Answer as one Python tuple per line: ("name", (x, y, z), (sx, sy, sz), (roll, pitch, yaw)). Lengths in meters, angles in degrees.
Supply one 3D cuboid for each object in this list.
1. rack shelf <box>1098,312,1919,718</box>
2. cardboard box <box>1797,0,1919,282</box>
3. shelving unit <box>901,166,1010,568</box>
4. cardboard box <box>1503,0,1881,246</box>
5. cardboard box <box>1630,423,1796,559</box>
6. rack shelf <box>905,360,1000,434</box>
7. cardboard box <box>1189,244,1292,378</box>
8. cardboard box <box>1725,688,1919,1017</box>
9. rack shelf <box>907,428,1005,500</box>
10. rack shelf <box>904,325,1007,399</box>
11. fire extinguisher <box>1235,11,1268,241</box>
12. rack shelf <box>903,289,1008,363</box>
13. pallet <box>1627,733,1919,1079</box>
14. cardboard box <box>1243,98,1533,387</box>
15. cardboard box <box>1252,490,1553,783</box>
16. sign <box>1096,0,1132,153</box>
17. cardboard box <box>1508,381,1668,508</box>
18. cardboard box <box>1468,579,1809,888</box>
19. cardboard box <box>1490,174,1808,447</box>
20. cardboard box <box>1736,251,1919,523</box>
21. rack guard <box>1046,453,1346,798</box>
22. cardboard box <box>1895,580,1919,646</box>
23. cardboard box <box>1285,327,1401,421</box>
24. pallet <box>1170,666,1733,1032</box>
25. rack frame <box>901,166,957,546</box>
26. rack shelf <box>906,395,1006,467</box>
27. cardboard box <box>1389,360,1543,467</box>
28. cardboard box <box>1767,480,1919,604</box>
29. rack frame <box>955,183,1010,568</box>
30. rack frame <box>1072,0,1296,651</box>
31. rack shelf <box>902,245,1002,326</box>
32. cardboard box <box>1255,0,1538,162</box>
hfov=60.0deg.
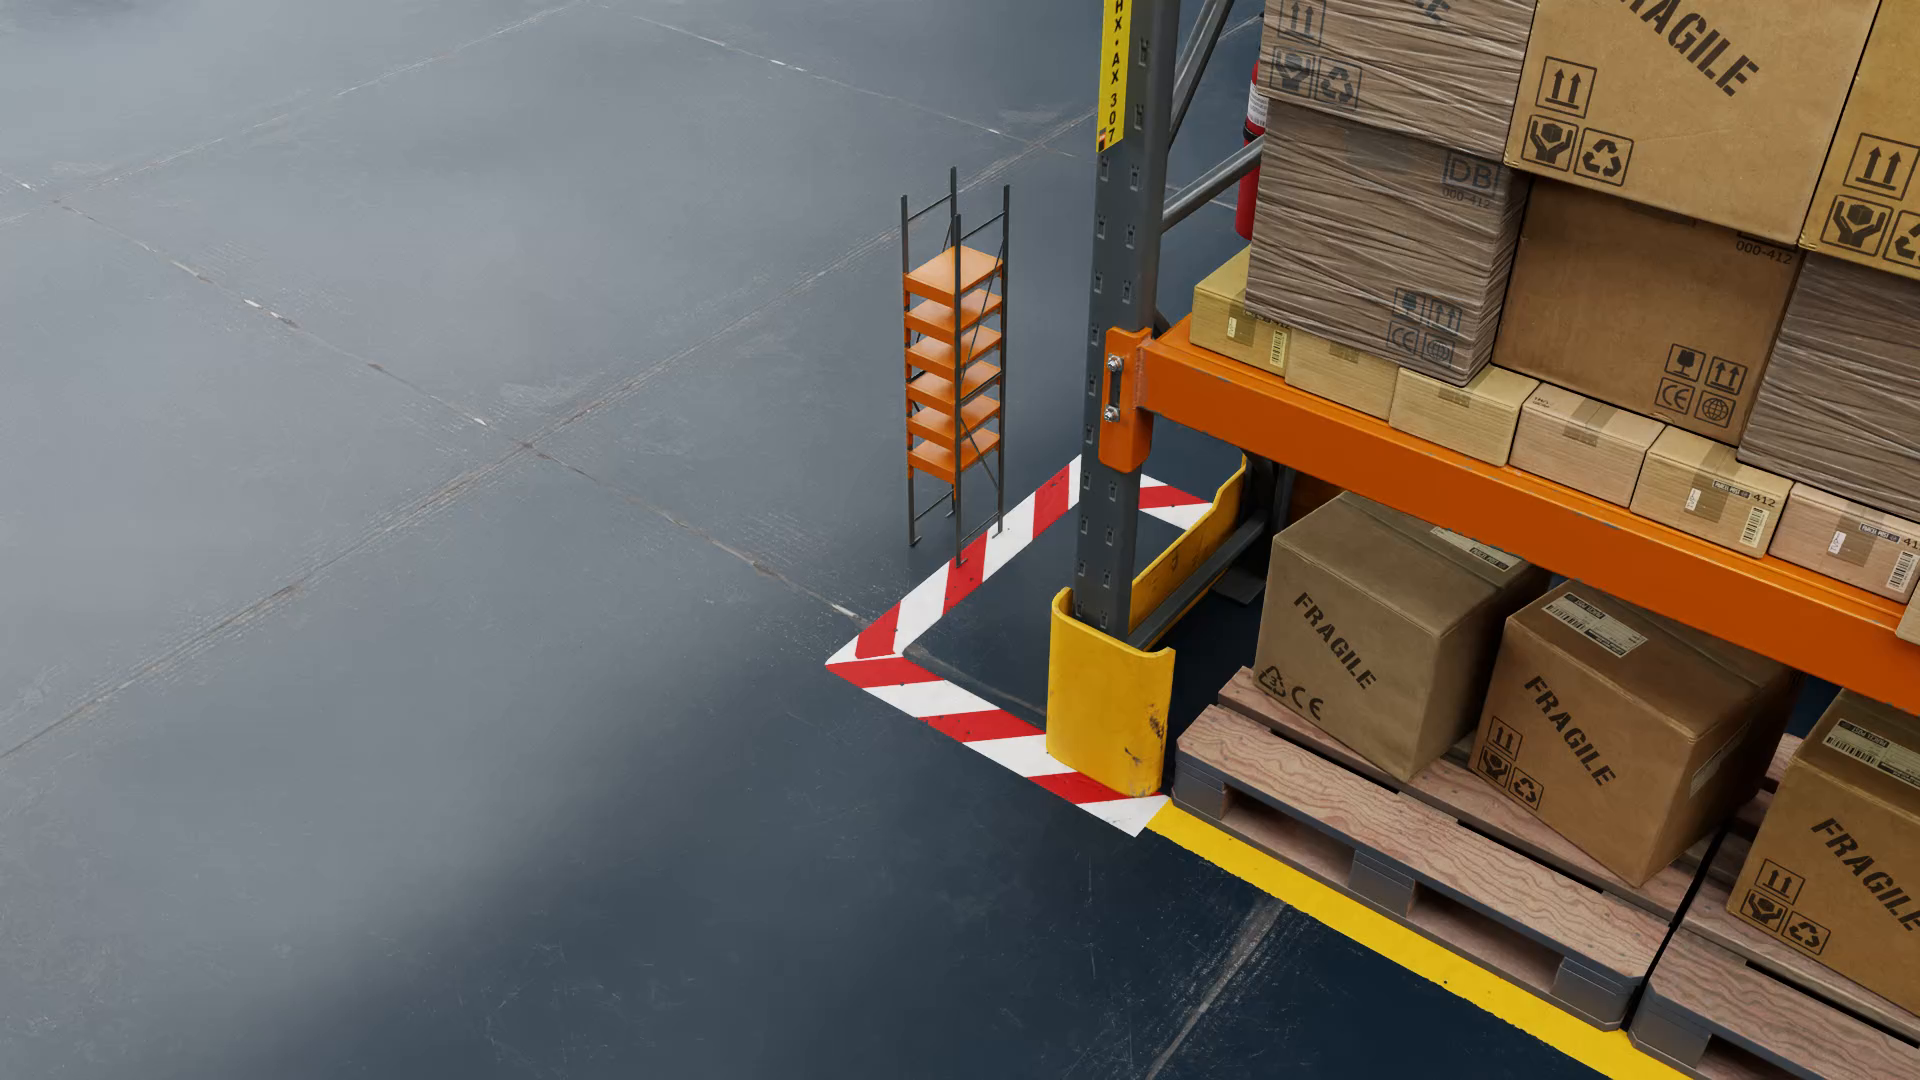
("rack shelf", (2.227, 0.169, 3.185), (4.000, 0.370, 1.077), (25, 45, 29))
("cardboard box", (1.701, -0.697, 2.574), (0.500, 0.500, 0.500), (25, 45, 29))
("shelving unit", (-0.012, -0.478, 4.887), (0.189, 1.200, 0.258), (25, 45, 29))
("cardboard box", (1.303, -0.884, 2.812), (0.500, 0.500, 0.500), (25, 45, 29))
("cardboard box", (1.502, -0.157, 3.221), (0.250, 0.149, 0.380), (25, 45, 29))
("rack shelf", (-0.012, -0.443, 4.915), (0.180, 0.103, 0.258), (25, 45, 29))
("cardboard box", (0.720, -0.541, 3.712), (0.250, 0.149, 0.380), (25, 45, 29))
("cardboard box", (2.106, 0.648, 3.676), (0.500, 0.500, 0.500), (30, 47, 32))
("rack shelf", (-0.012, -0.254, 5.062), (0.180, 0.103, 0.258), (25, 45, 29))
("rack shelf", (-0.012, -0.538, 4.841), (0.180, 0.103, 0.258), (25, 45, 29))
("fire extinguisher", (0.828, -1.102, 4.287), (0.183, 0.674, 0.296), (25, 45, 29))
("rack shelf", (-0.012, -0.632, 4.767), (0.180, 0.103, 0.258), (25, 45, 29))
("pallet", (2.288, 1.041, 3.749), (1.213, 0.211, 1.003), (25, 45, 29))
("cardboard box", (1.059, -0.801, 3.517), (0.500, 0.500, 0.875), (25, 45, 29))
("cardboard box", (1.124, 0.197, 4.252), (0.500, 0.500, 0.500), (-29, 46, -32))
("sign", (0.309, -0.939, 3.314), (0.005, 0.325, 0.100), (25, 45, 29))
("cardboard box", (1.308, -0.254, 3.345), (0.250, 0.149, 0.380), (25, 45, 29))
("cardboard box", (1.620, 0.404, 3.987), (0.500, 0.500, 0.500), (-25, 45, -29))
("cardboard box", (1.529, -0.672, 3.353), (0.500, 0.500, 0.875), (25, 45, 29))
("cardboard box", (1.900, -0.464, 3.087), (0.500, 0.500, 0.875), (25, 45, 29))
("rack guard", (0.699, 0.149, 4.654), (0.348, 0.500, 1.175), (25, 45, 29))
("cardboard box", (1.853, 0.068, 2.934), (0.250, 0.149, 0.380), (25, 45, 29))
("cardboard box", (0.907, -0.438, 3.580), (0.250, 0.149, 0.380), (25, 45, 29))
("pallet", (1.323, 0.584, 4.332), (1.213, 0.211, 1.003), (25, 45, 29))
("rack frame", (-0.084, -0.512, 4.931), (0.006, 1.200, 0.240), (25, 45, 29))
("rack shelf", (-0.012, -0.349, 4.988), (0.180, 0.103, 0.258), (25, 45, 29))
("cardboard box", (1.097, -0.337, 3.451), (0.250, 0.149, 0.380), (25, 45, 29))
("cardboard box", (1.717, -0.076, 3.118), (0.250, 0.149, 0.380), (25, 45, 29))
("rack frame", (0.061, -0.444, 4.843), (0.006, 1.200, 0.240), (25, 45, 29))
("rack frame", (0.639, -0.864, 3.920), (0.127, 3.000, 1.000), (25, 45, 29))
("rack shelf", (-0.012, -0.727, 4.693), (0.180, 0.103, 0.258), (25, 45, 29))
("cardboard box", (0.910, -1.074, 3.056), (0.500, 0.500, 0.500), (25, 45, 29))
